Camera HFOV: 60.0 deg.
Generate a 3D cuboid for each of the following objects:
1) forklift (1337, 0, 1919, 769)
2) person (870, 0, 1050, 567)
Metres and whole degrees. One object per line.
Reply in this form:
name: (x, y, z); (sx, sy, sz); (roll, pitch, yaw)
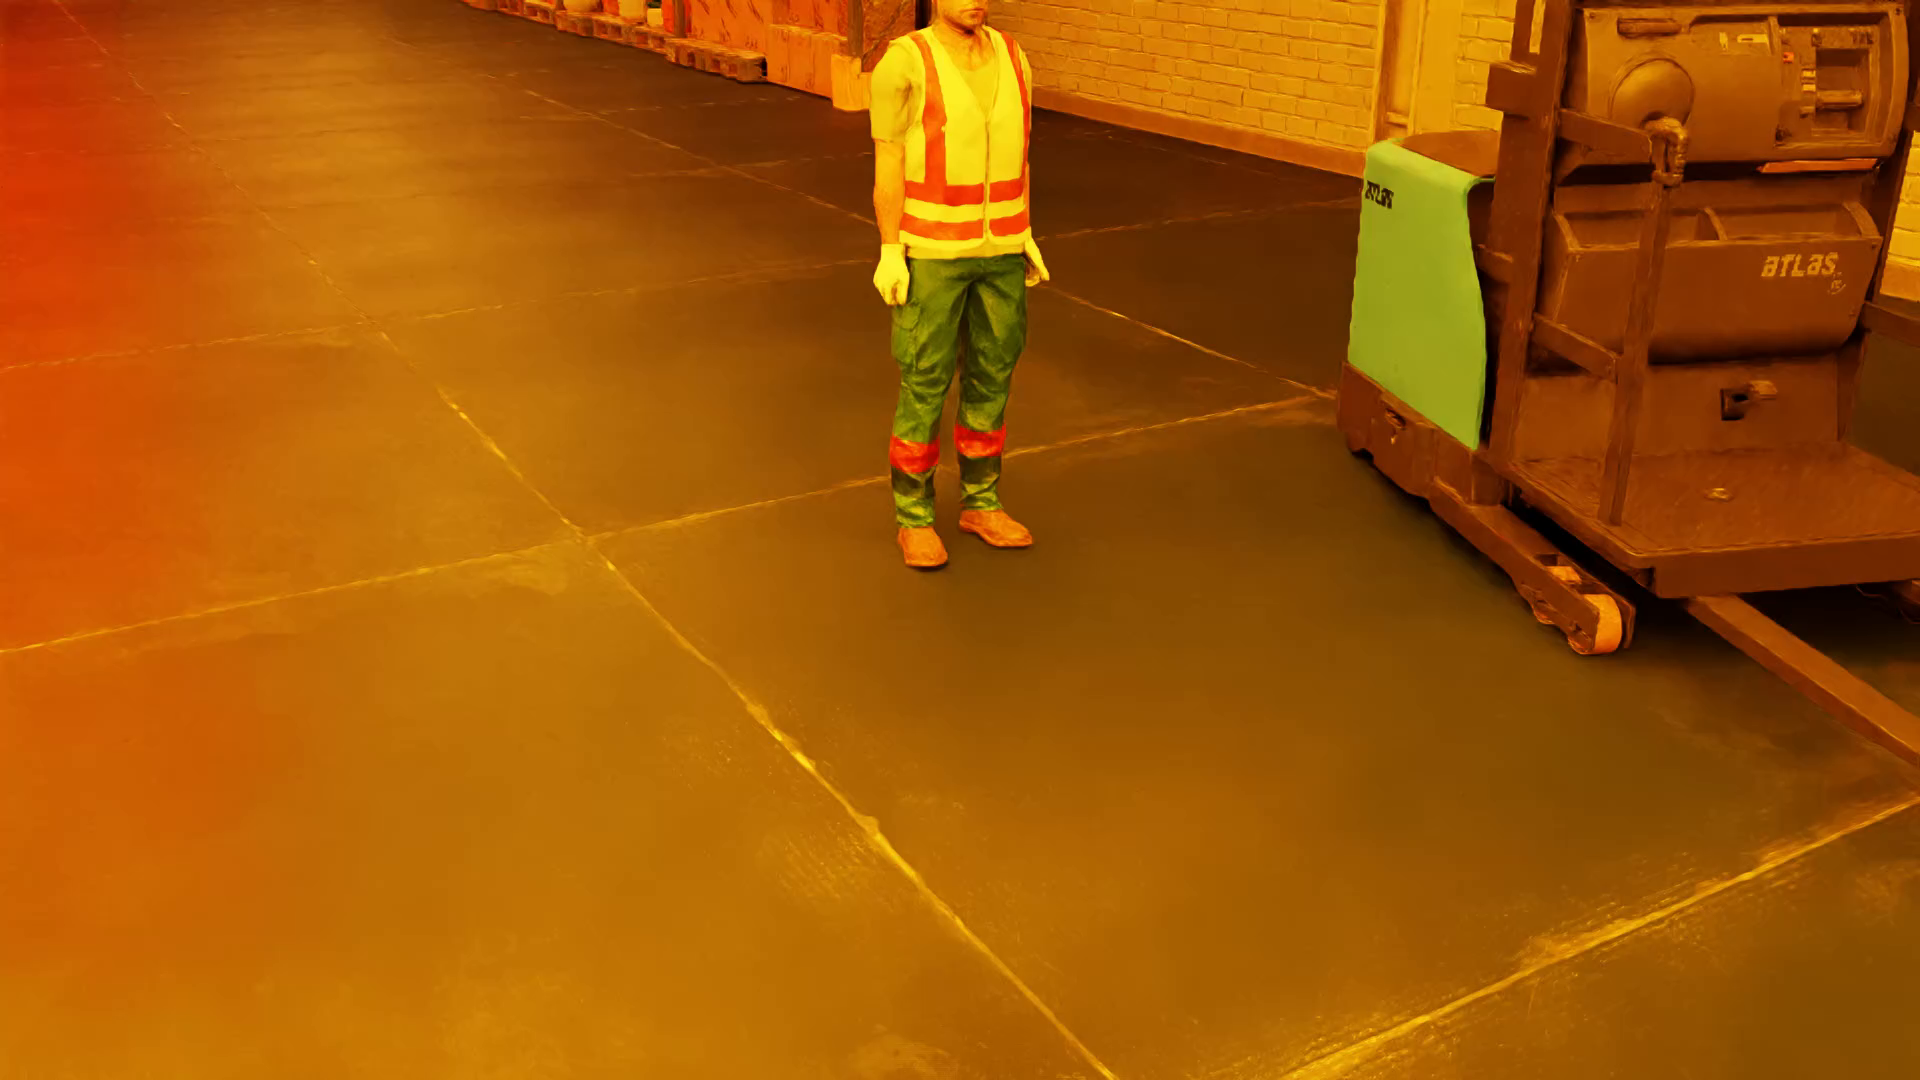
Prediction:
forklift: (2.114, -1.200, 4.197); (1.130, 2.935, 3.031); (-4, 23, -9)
person: (0.011, -0.822, 4.778); (0.540, 1.795, 0.349); (-12, 25, -28)
